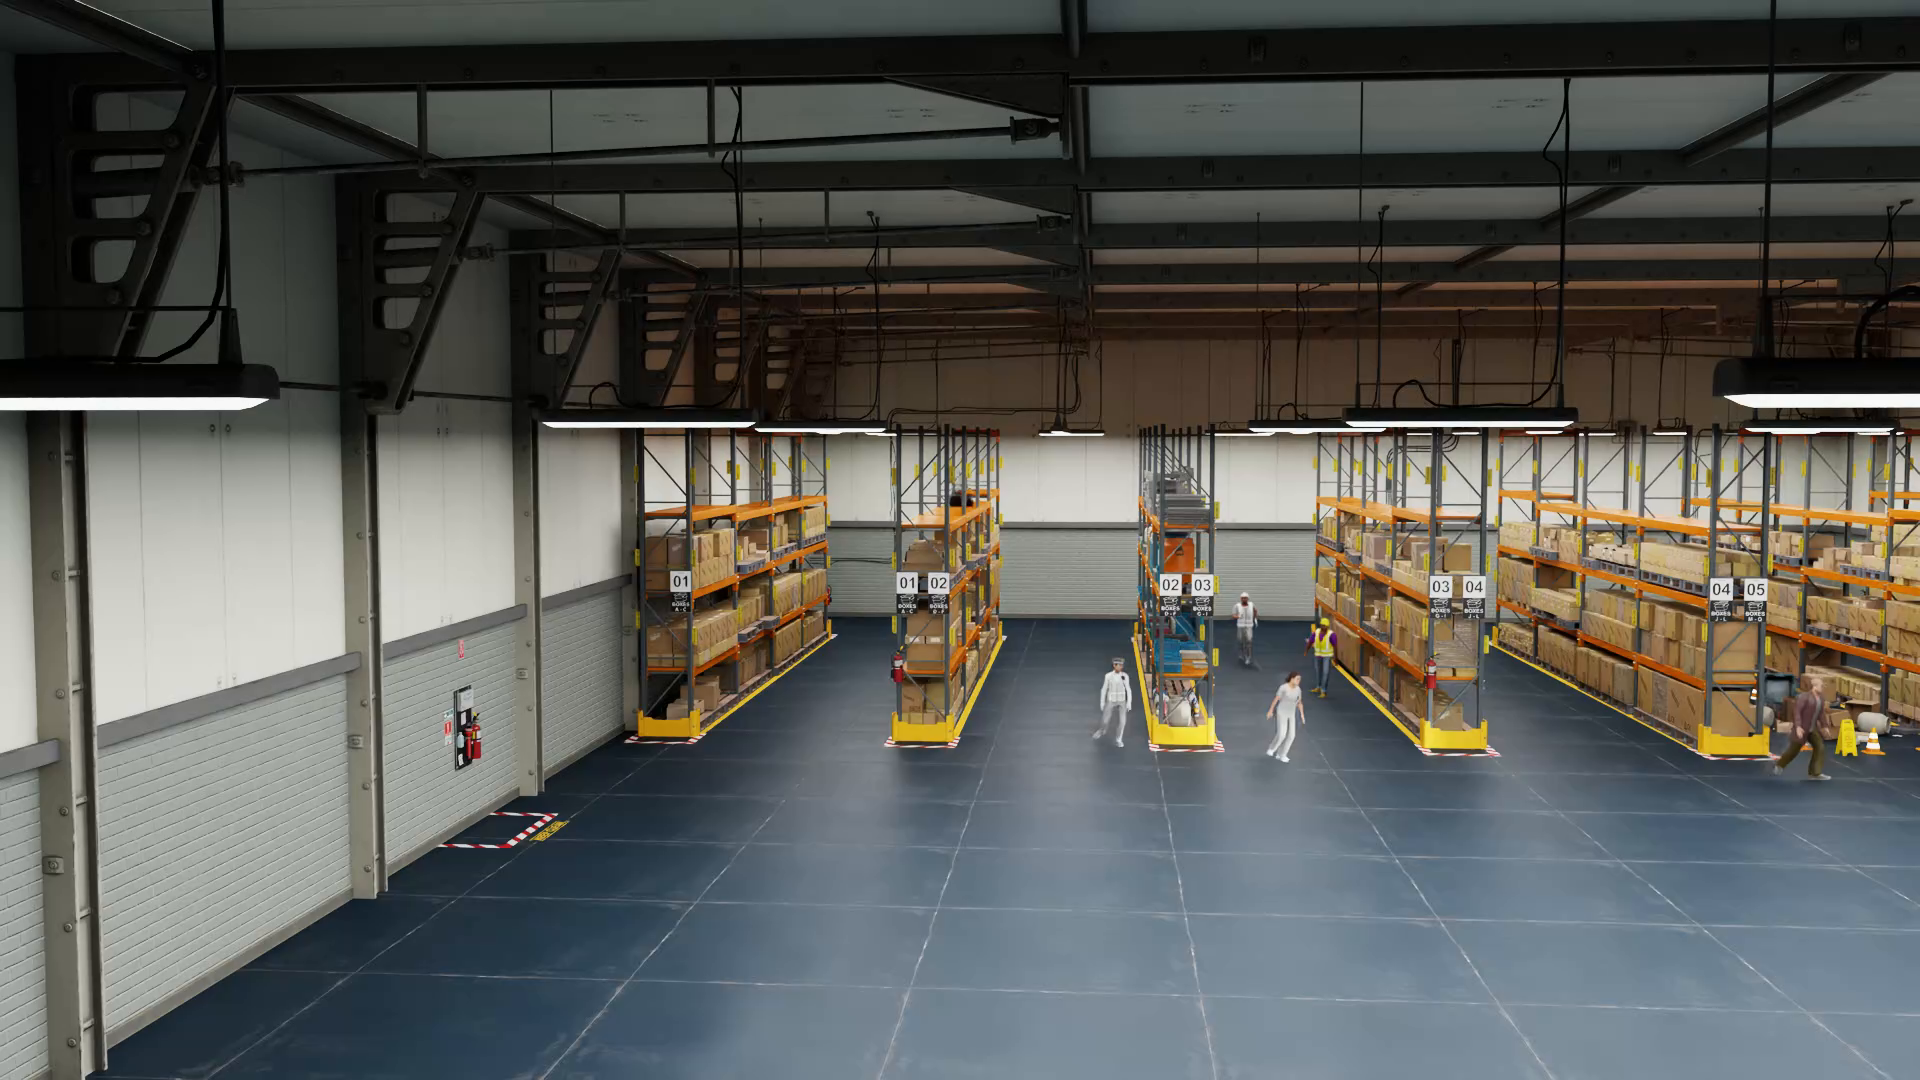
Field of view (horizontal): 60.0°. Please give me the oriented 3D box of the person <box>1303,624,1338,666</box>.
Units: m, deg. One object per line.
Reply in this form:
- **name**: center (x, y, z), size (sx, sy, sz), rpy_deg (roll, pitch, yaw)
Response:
- **person**: center (8.041, 2.283, 37.023), size (0.754, 1.045, 0.439), rpy_deg (3, 4, 39)

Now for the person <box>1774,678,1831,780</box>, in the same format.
- **person**: center (14.215, 3.166, 28.027), size (0.779, 1.717, 0.909), rpy_deg (-2, 4, -27)

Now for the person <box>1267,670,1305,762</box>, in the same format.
- **person**: center (5.762, 3.125, 29.521), size (0.586, 1.636, 0.550), rpy_deg (-2, 4, -30)

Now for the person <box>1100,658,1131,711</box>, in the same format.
- **person**: center (2.894, 2.678, 30.865), size (0.567, 0.990, 0.318), rpy_deg (0, 3, 0)

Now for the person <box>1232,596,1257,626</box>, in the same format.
- **person**: center (7.253, 1.849, 42.300), size (0.668, 0.778, 0.703), rpy_deg (0, 3, 4)
